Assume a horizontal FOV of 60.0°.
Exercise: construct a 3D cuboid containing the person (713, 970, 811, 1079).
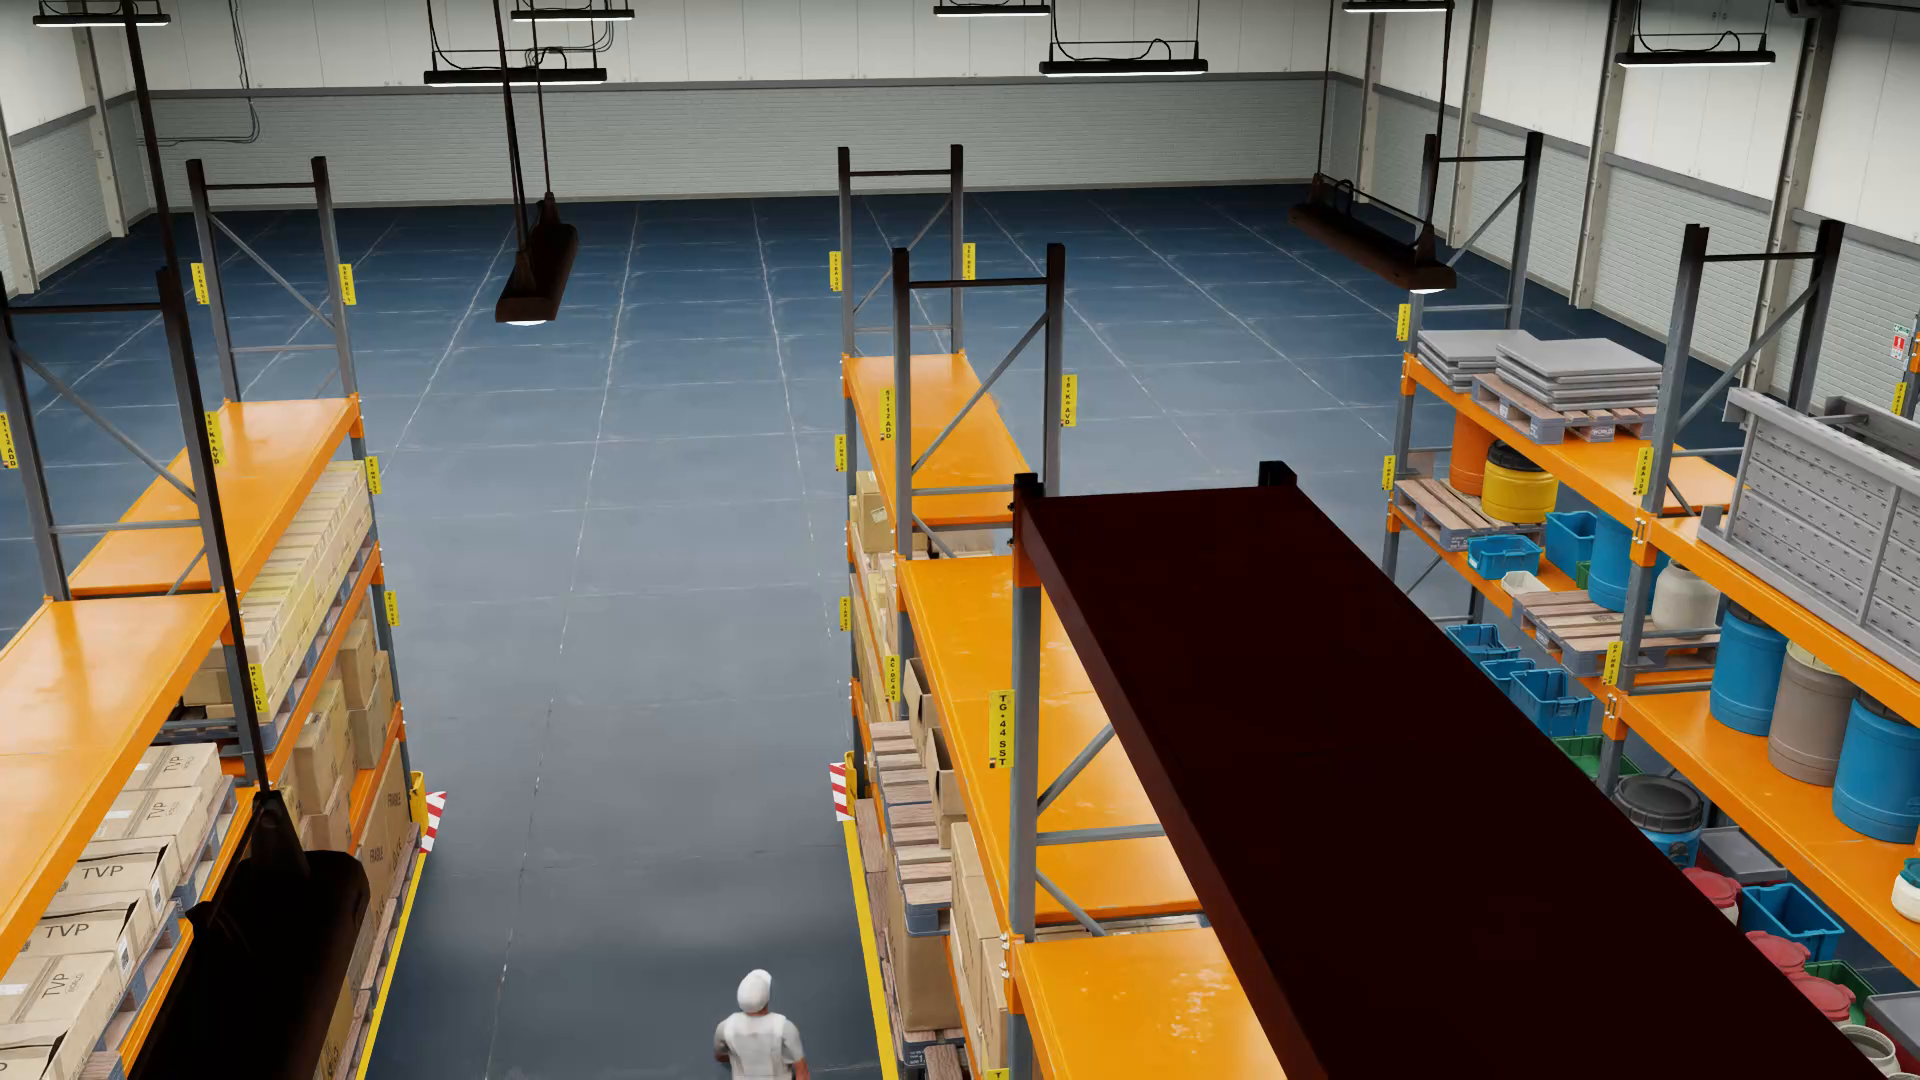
[{"bbox_3d":[-1.237,3.504,10.529,0.611,1.809,0.870,-3,22,-7],"label":"person"}]
